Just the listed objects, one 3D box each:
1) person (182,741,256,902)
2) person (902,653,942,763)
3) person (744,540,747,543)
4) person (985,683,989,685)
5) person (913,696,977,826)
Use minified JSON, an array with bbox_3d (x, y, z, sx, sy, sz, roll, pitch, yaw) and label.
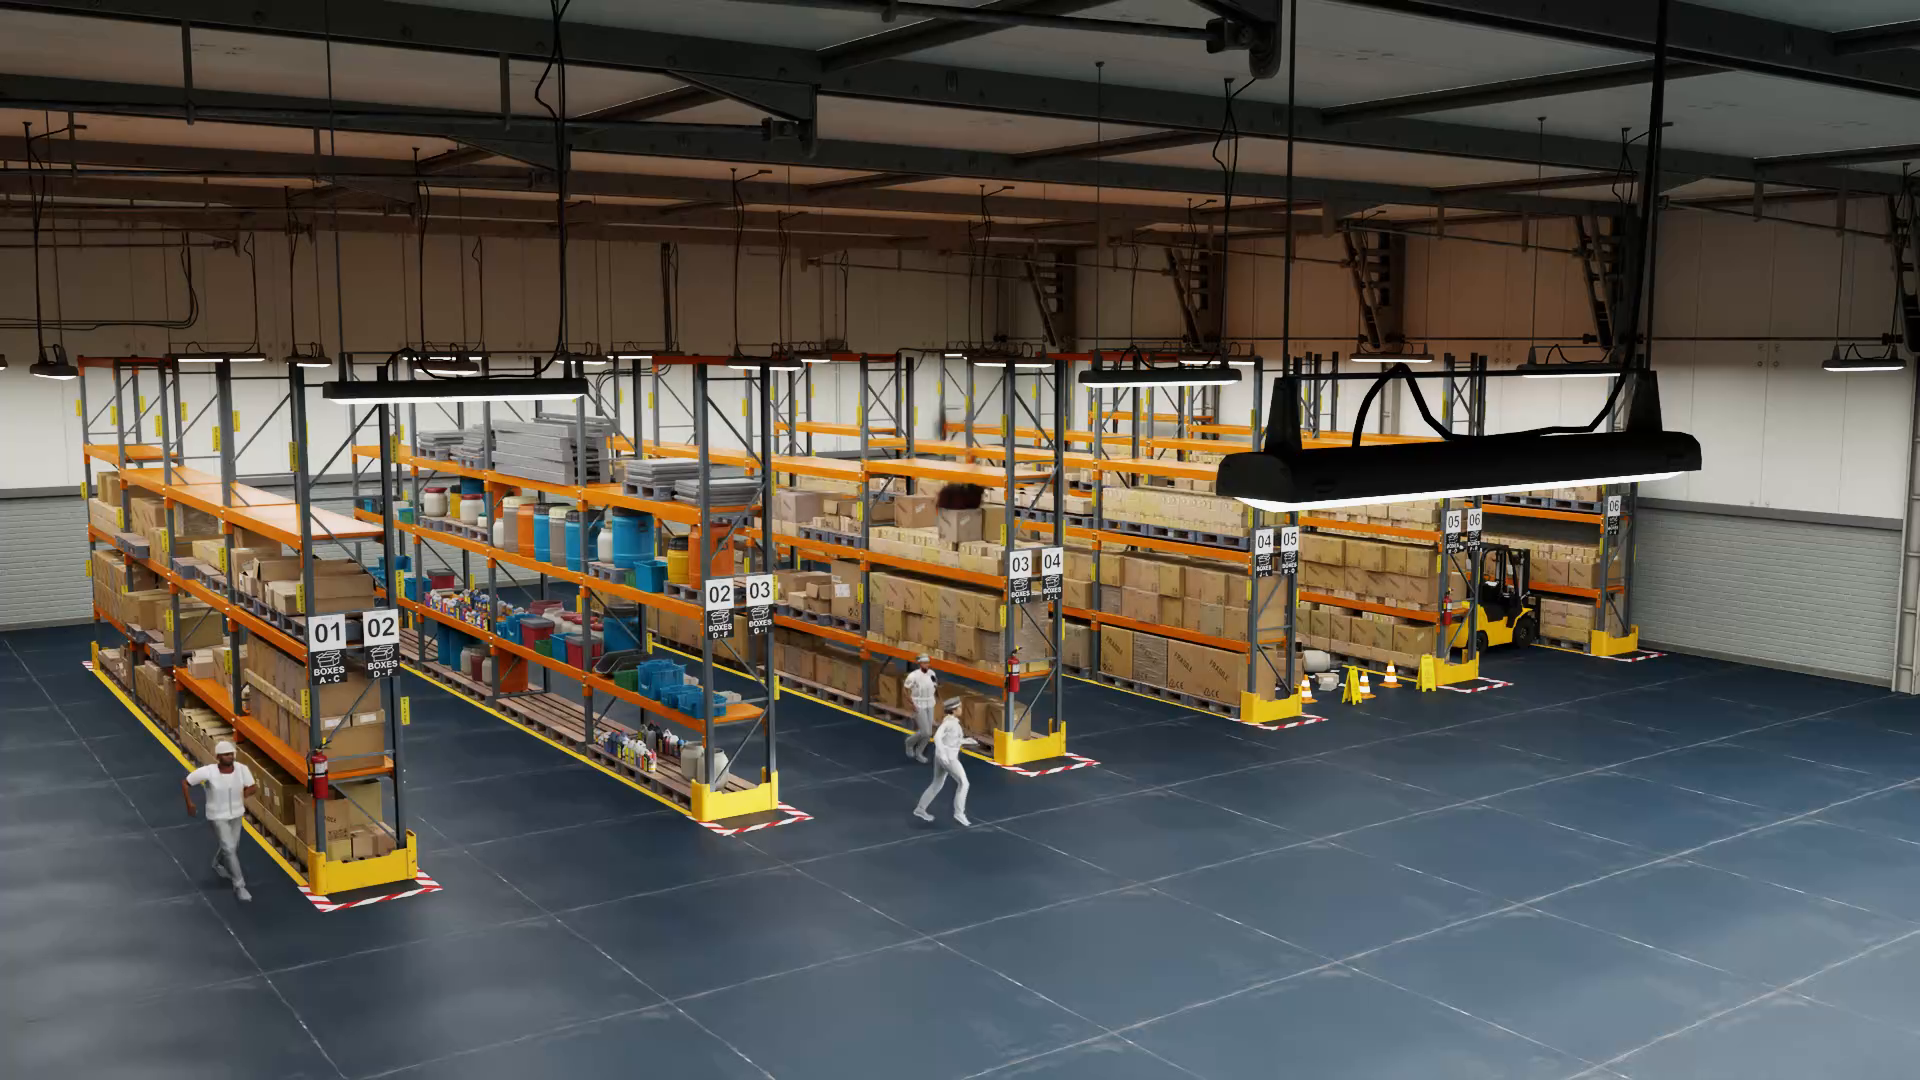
[{"bbox_3d":[-8.386,3.176,18.992,0.989,1.780,0.716,6,9,39],"label":"person"},{"bbox_3d":[-0.524,2.503,24.862,0.565,1.670,0.568,-5,9,-36],"label":"person"},{"bbox_3d":[-5.003,0.787,39.009,0.657,1.714,0.764,-4,8,-29],"label":"person"},{"bbox_3d":[0.645,1.836,30.439,0.554,1.633,0.632,-5,9,-36],"label":"person"},{"bbox_3d":[-0.181,2.896,21.669,0.856,1.738,0.545,-2,7,-13],"label":"person"}]
